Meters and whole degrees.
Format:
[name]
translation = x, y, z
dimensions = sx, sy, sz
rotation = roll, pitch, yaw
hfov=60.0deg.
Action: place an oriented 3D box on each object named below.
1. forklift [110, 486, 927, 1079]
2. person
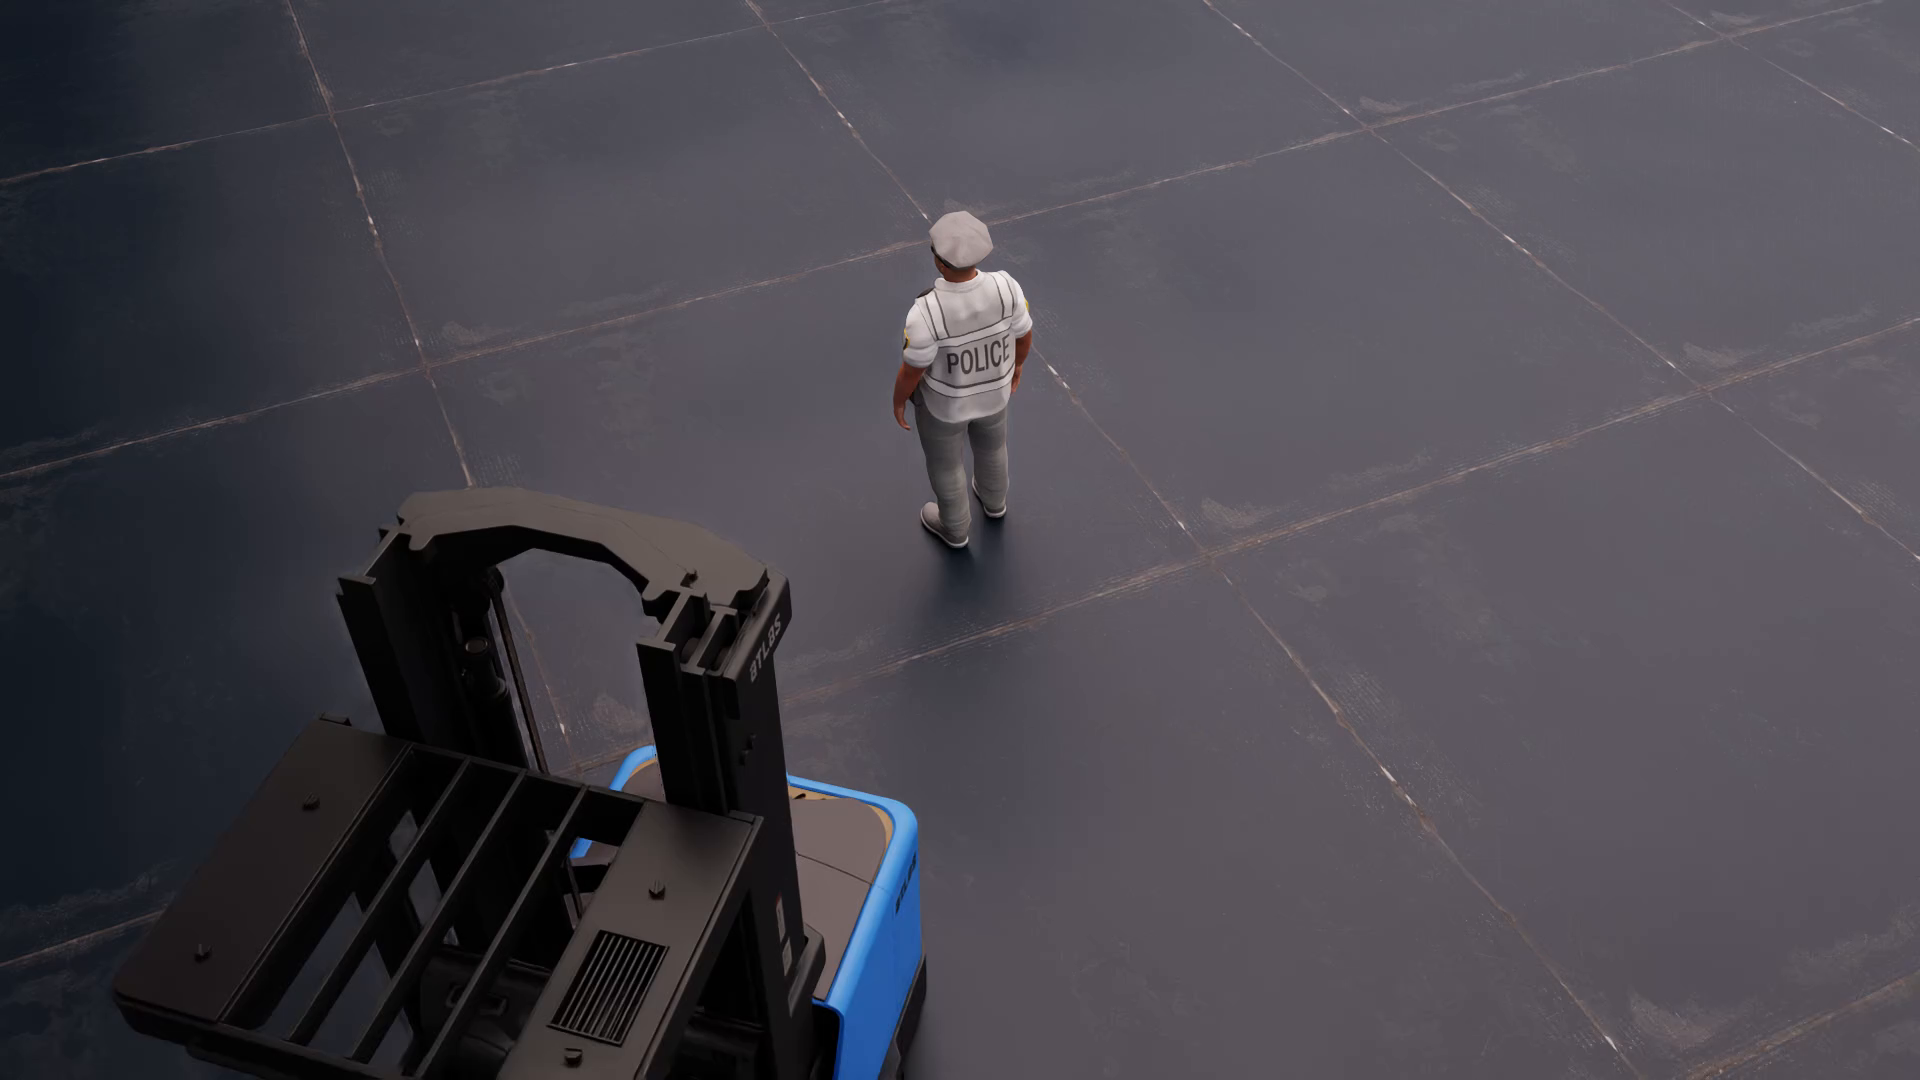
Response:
[forklift]
translation = -1.022, 1.439, 4.138
dimensions = 1.130, 2.935, 3.031
rotation = 11, 44, 12
[person]
translation = -0.023, -0.709, 7.270
dimensions = 0.641, 1.781, 0.574
rotation = -18, 46, -18
